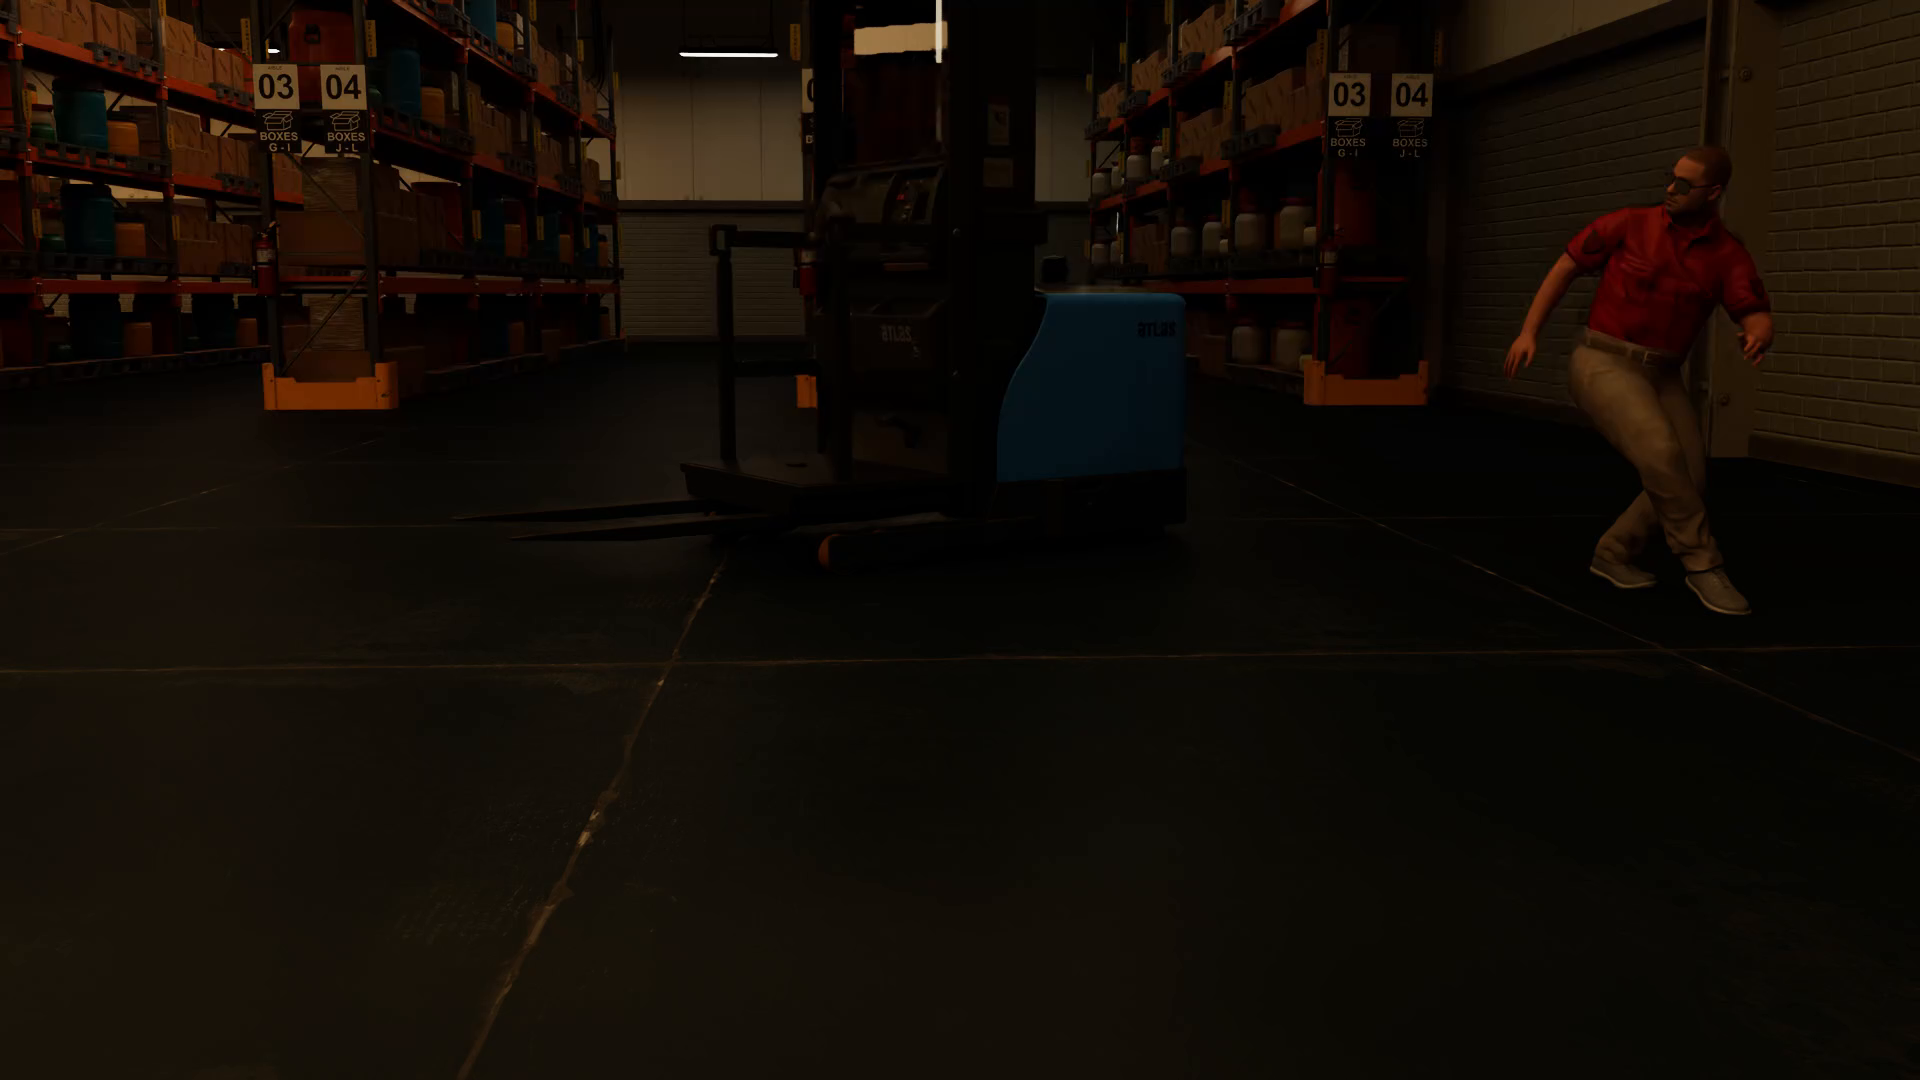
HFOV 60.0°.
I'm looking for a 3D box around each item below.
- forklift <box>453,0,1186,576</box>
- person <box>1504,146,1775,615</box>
[{"bbox_3d":[-0.506,-1.400,6.757,3.031,2.935,1.130,-6,10,-34],"label":"forklift"},{"bbox_3d":[2.429,-0.566,5.810,0.784,1.585,0.800,-2,9,-10],"label":"person"}]
